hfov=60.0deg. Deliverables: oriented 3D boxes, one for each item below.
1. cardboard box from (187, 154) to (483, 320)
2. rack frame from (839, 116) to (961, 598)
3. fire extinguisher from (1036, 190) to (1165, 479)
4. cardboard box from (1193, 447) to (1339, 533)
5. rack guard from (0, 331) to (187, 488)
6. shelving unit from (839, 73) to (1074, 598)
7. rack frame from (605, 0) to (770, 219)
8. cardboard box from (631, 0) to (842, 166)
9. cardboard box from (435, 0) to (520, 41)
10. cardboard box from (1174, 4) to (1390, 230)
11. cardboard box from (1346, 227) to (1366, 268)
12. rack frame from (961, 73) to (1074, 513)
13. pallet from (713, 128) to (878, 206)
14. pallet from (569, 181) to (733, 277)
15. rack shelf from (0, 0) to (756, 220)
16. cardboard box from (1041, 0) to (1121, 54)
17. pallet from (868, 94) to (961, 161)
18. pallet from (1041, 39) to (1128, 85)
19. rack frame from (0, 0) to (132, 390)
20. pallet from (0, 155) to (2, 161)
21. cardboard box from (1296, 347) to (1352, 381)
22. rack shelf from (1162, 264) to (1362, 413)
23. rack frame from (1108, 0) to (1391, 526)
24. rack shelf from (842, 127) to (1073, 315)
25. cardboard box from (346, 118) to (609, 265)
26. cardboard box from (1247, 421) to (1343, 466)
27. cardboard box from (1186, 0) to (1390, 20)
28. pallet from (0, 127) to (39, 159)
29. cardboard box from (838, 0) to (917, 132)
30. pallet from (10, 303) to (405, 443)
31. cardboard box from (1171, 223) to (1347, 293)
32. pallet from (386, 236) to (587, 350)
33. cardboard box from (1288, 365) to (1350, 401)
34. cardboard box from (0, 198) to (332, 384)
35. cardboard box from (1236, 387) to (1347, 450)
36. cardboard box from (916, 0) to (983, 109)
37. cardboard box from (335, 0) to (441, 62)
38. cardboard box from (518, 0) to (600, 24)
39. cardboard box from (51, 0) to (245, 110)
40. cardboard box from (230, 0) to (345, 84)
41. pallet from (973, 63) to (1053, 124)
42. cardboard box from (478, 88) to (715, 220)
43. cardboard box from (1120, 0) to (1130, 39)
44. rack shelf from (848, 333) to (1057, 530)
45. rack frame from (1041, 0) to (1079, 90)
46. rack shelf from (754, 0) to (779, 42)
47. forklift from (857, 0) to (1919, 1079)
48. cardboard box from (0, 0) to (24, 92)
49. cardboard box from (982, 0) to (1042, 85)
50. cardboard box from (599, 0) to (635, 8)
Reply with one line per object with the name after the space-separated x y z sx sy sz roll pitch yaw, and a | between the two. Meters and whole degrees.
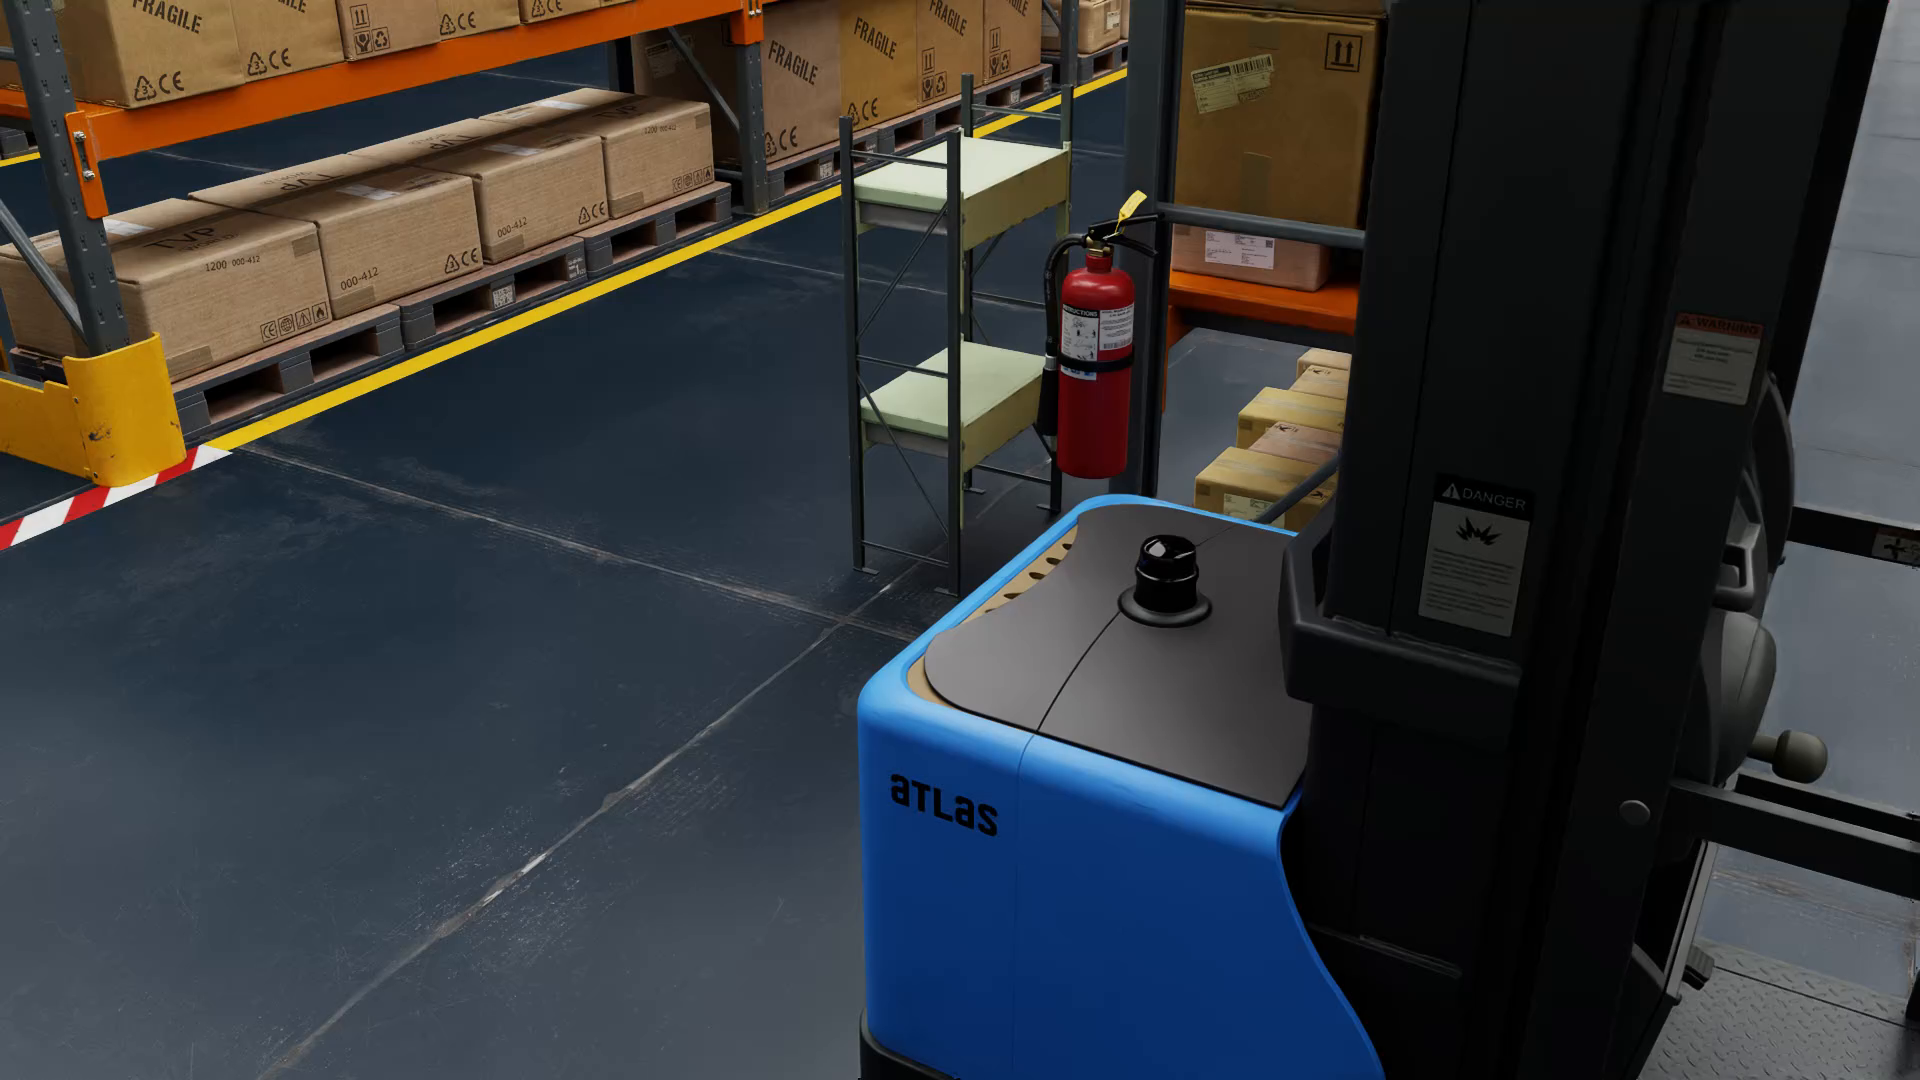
-2.836 -1.408 7.604 0.875 0.438 0.875 15 30 27 | cardboard box
-0.177 -0.531 5.135 0.400 1.500 0.023 14 30 26 | rack frame
0.317 -0.479 3.860 0.296 0.674 0.183 14 30 26 | fire extinguisher
0.882 -0.118 4.687 0.380 0.149 0.250 15 30 27 | cardboard box
-3.529 -0.601 6.392 1.175 0.500 0.348 14 30 26 | rack guard
0.003 -0.673 5.419 0.431 1.500 0.755 14 30 26 | shelving unit
-1.549 -3.287 8.965 1.000 3.000 0.127 14 30 26 | rack frame
-1.314 -2.784 9.864 0.875 0.875 0.875 15 30 28 | cardboard box
-2.309 -2.493 7.267 0.500 0.500 0.500 15 30 28 | cardboard box
0.839 -1.087 4.126 0.500 0.500 0.500 15 30 27 | cardboard box
0.912 -0.843 4.363 0.380 0.149 0.250 14 30 26 | cardboard box
0.183 -0.816 5.704 0.400 1.500 0.023 14 30 26 | rack frame
-1.235 -2.357 10.223 1.003 0.211 1.213 14 30 26 | pallet
-1.991 -1.761 9.032 1.003 0.211 1.213 14 30 26 | pallet
-2.533 -2.186 7.569 1.077 0.370 4.000 14 30 26 | rack shelf
0.705 -4.076 13.009 0.950 0.372 0.625 12 29 23 | cardboard box
-0.636 -2.834 11.177 1.003 0.211 1.213 14 30 26 | pallet
0.804 -3.903 13.311 1.003 0.211 1.213 14 30 26 | pallet
-3.517 -1.728 5.851 1.000 3.000 0.127 14 30 26 | rack frame
-6.810 -2.387 10.282 1.003 0.211 1.213 14 30 26 | pallet
1.339 -0.536 5.522 0.380 0.149 0.250 15 30 28 | cardboard box
1.826 -1.135 5.470 1.077 0.370 4.000 14 30 26 | rack shelf
0.842 -0.677 3.752 1.000 3.000 0.127 14 30 26 | rack frame
0.003 -1.022 5.245 0.431 0.370 0.720 14 30 26 | rack shelf
-2.391 -1.759 8.306 0.875 0.438 0.875 13 29 25 | cardboard box
1.056 -0.204 4.857 0.380 0.149 0.250 15 30 27 | cardboard box
0.851 -1.535 3.905 0.500 0.500 0.500 14 30 25 | cardboard box
-6.211 -2.864 11.236 1.003 0.211 1.213 14 30 26 | pallet
-0.876 -3.137 10.571 0.875 0.875 0.875 15 30 28 | cardboard box
-3.192 -0.810 7.132 1.003 0.211 1.213 14 30 26 | pallet
0.757 -0.754 4.186 0.380 0.149 0.250 14 30 26 | cardboard box
-2.591 -1.283 8.078 1.003 0.211 1.213 14 30 26 | pallet
1.255 -0.420 5.288 0.380 0.149 0.250 13 29 24 | cardboard box
-3.279 -1.049 6.888 0.875 0.438 0.875 13 29 24 | cardboard box
1.073 -0.333 5.114 0.380 0.149 0.250 13 30 25 | cardboard box
-0.436 -3.486 11.267 0.875 0.875 0.875 15 30 27 | cardboard box
-2.540 -2.294 6.870 0.500 0.500 0.500 14 30 26 | cardboard box
-2.038 -2.694 7.668 0.500 0.500 0.500 14 30 25 | cardboard box
-3.031 -1.896 6.076 0.500 0.500 0.500 14 30 26 | cardboard box
-2.806 -2.100 6.482 0.500 0.500 0.500 14 30 25 | cardboard box
-0.035 -3.308 12.123 1.003 0.211 1.213 14 30 26 | pallet
-1.952 -2.108 9.003 0.875 0.438 0.875 14 30 25 | cardboard box
1.061 -4.366 13.587 0.950 0.372 0.625 14 30 25 | cardboard box
0.003 -0.382 5.565 0.431 0.370 0.720 14 30 26 | rack shelf
0.419 -4.846 12.079 1.000 3.000 0.127 14 30 26 | rack frame
-0.565 -3.745 10.683 1.077 0.370 4.000 14 30 26 | rack shelf
1.340 0.048 2.380 3.031 2.935 1.130 15 30 27 | forklift
-3.510 -2.019 6.320 0.500 0.500 0.500 14 30 26 | cardboard box
0.006 -3.832 11.959 0.875 0.875 0.875 14 30 26 | cardboard box
-1.803 -2.893 8.066 0.500 0.500 0.500 13 30 25 | cardboard box
